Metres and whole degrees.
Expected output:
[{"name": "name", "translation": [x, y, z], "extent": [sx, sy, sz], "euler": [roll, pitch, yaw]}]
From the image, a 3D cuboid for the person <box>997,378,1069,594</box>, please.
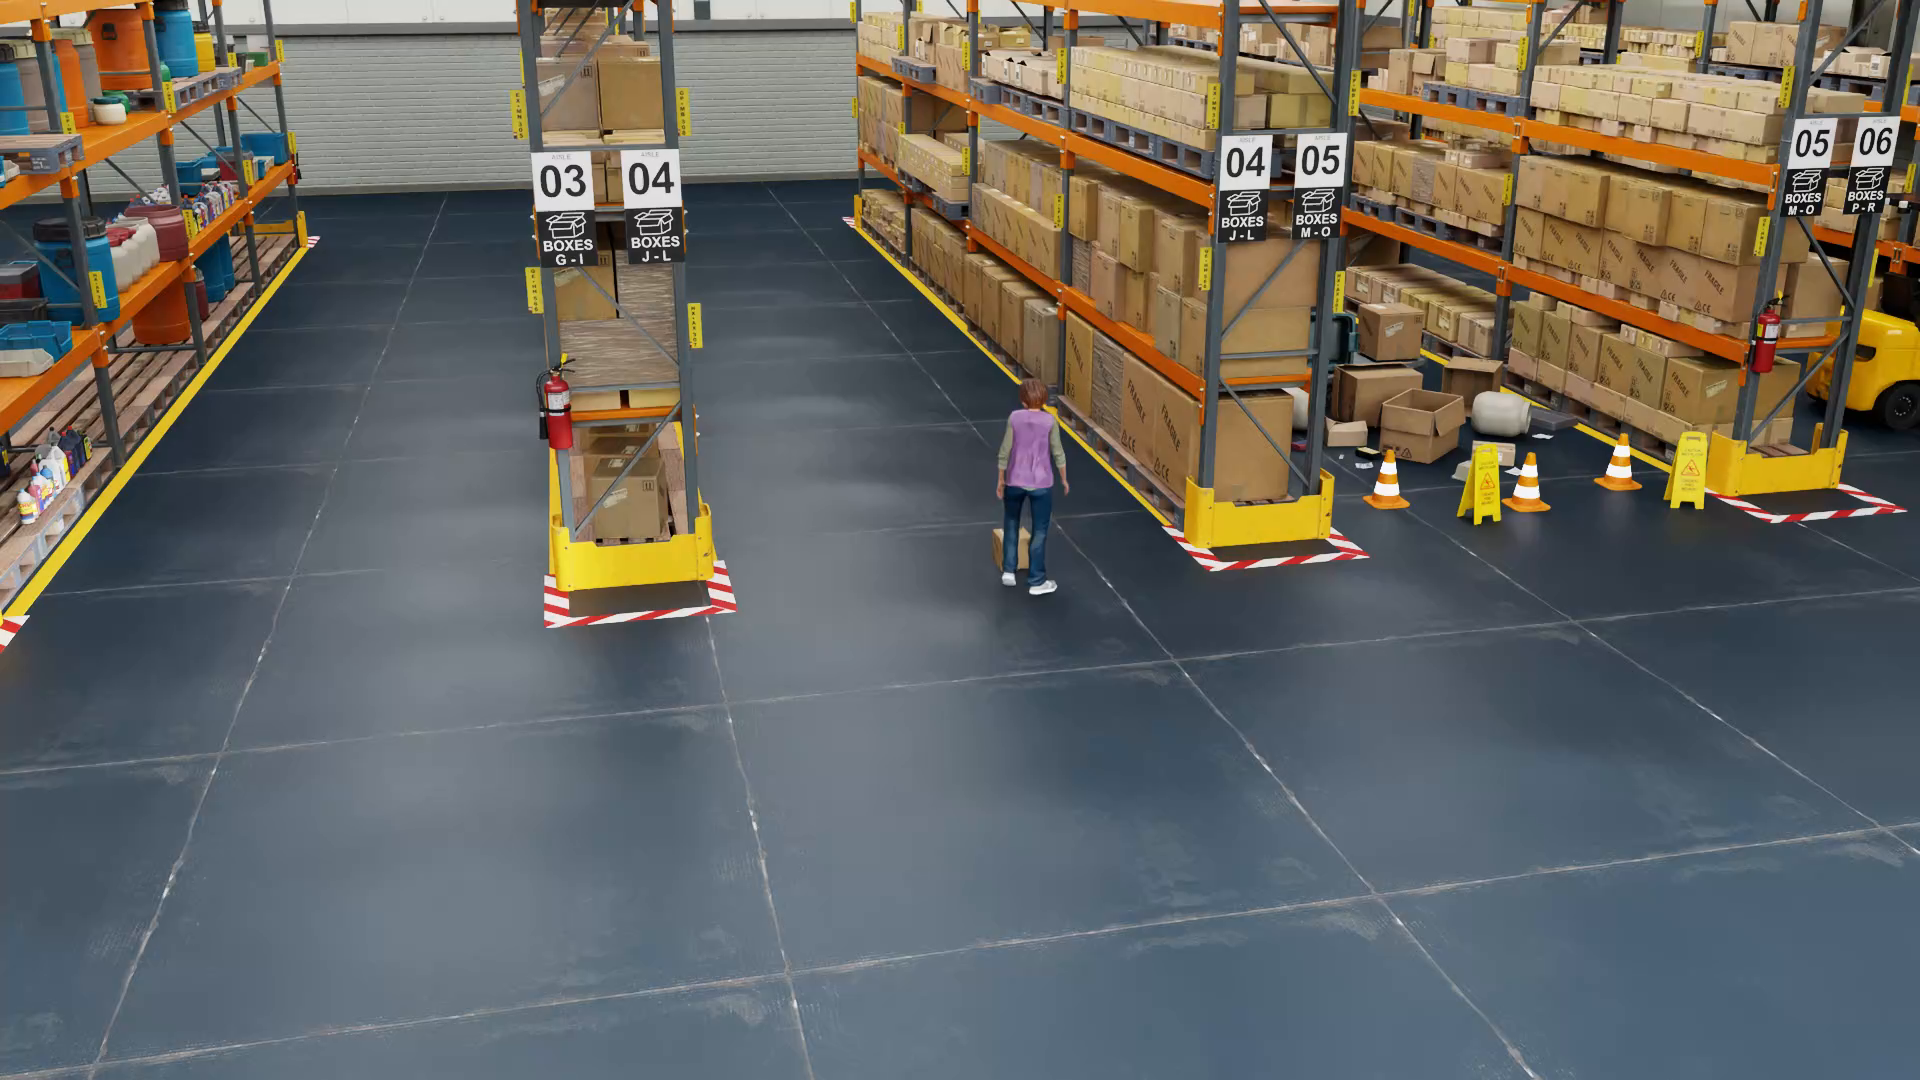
[{"name": "person", "translation": [0.522, -0.365, 12.145], "extent": [0.483, 1.612, 0.412], "euler": [7, 21, 18]}]
